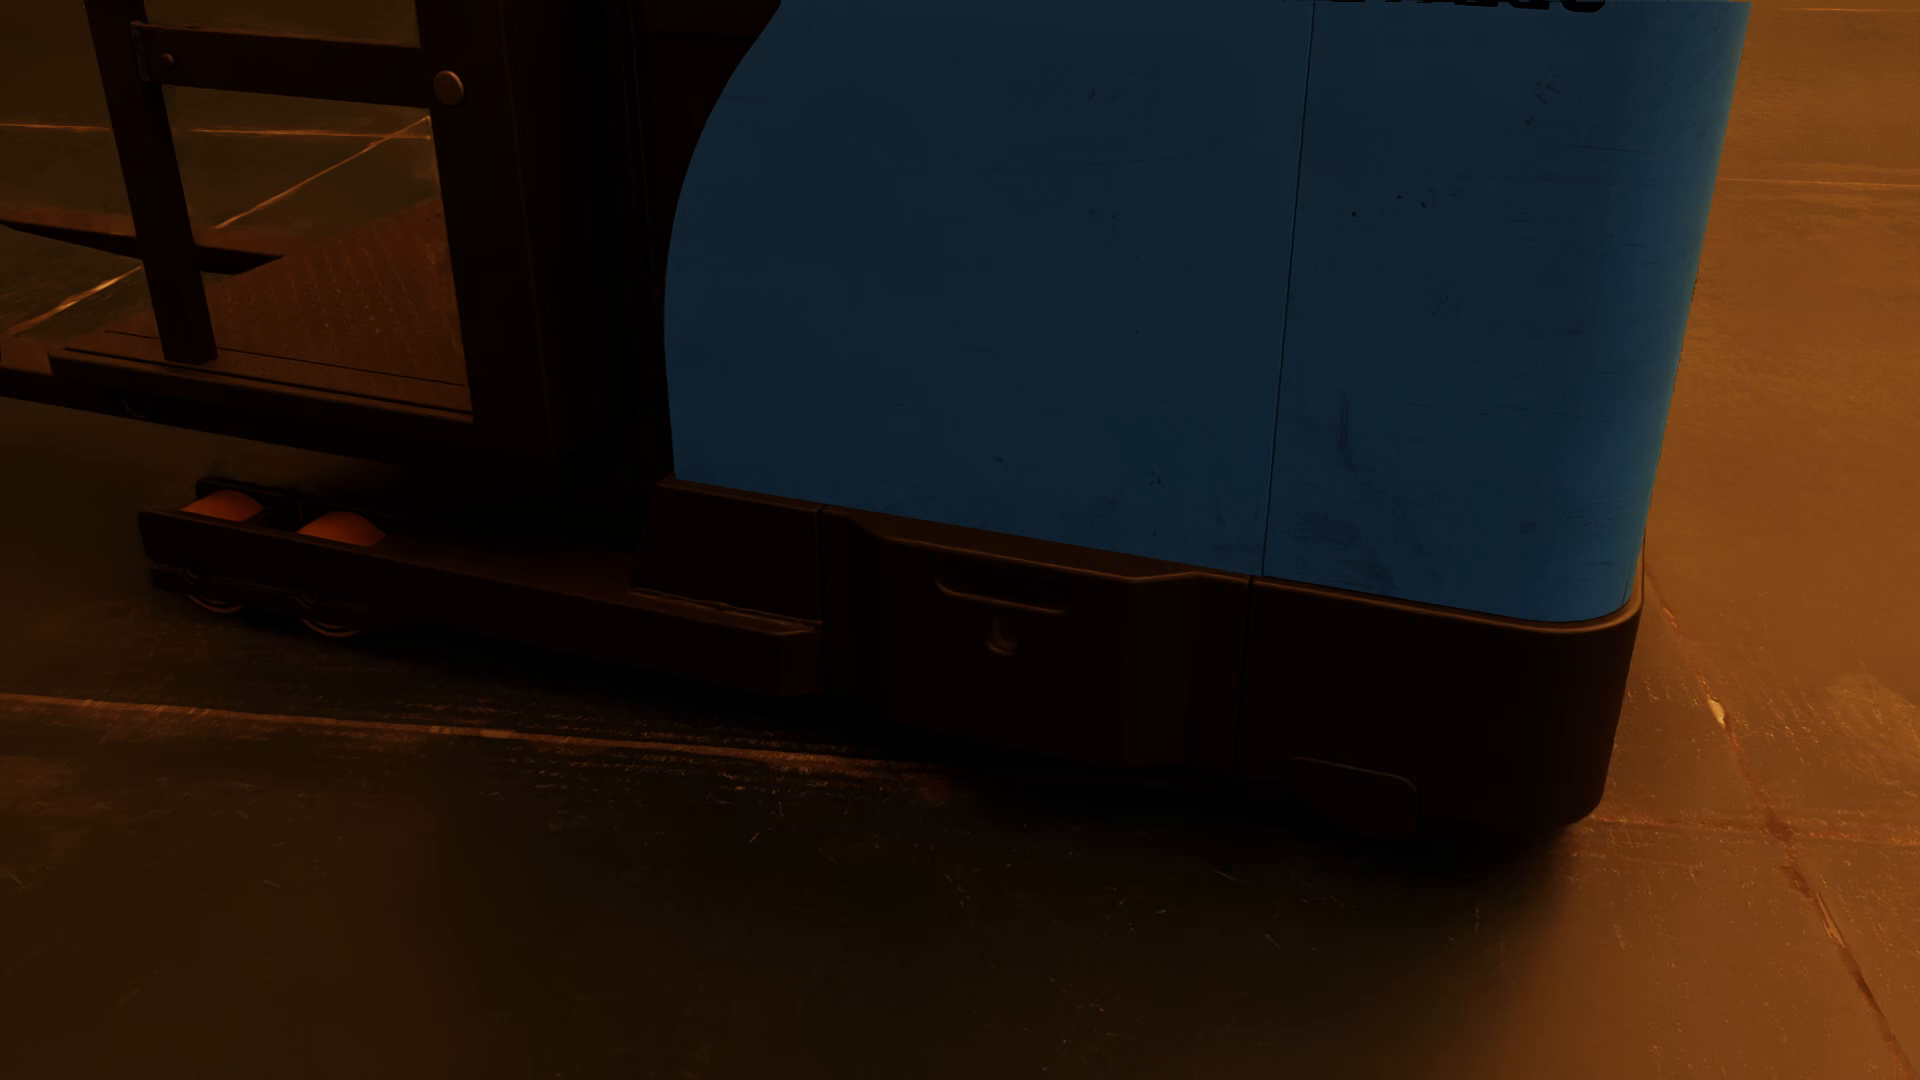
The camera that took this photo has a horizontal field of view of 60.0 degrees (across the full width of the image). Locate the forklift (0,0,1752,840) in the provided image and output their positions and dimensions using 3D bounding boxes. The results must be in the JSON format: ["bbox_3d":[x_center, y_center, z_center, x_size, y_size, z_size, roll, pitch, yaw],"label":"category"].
[{"bbox_3d":[-0.576,-1.389,2.000,3.031,2.935,1.130,10,28,19],"label":"forklift"}]
